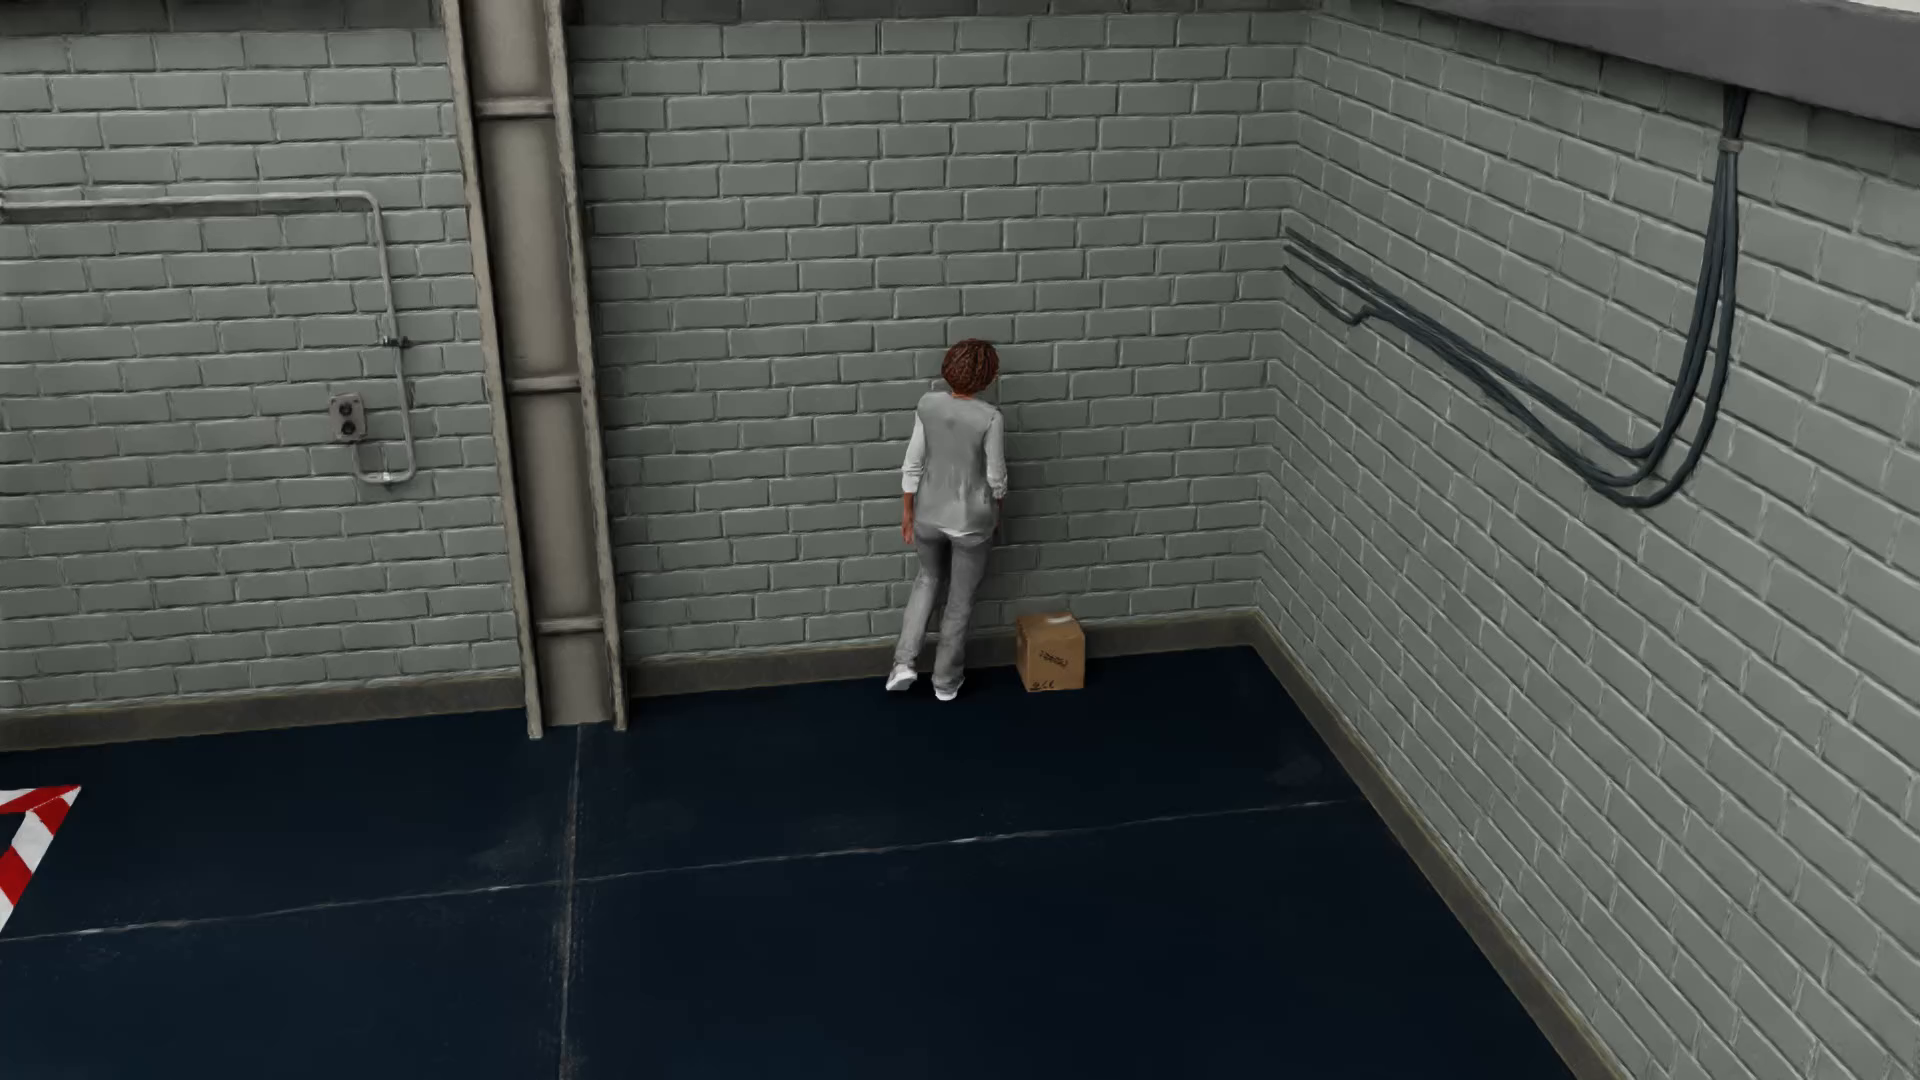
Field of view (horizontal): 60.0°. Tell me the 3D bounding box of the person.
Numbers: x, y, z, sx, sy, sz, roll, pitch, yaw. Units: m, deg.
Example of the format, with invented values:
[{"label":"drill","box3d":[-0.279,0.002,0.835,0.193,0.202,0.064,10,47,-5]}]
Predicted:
[{"label":"person","box3d":[-0.052,-0.062,6.763,0.508,1.586,0.390,10,26,22]}]
